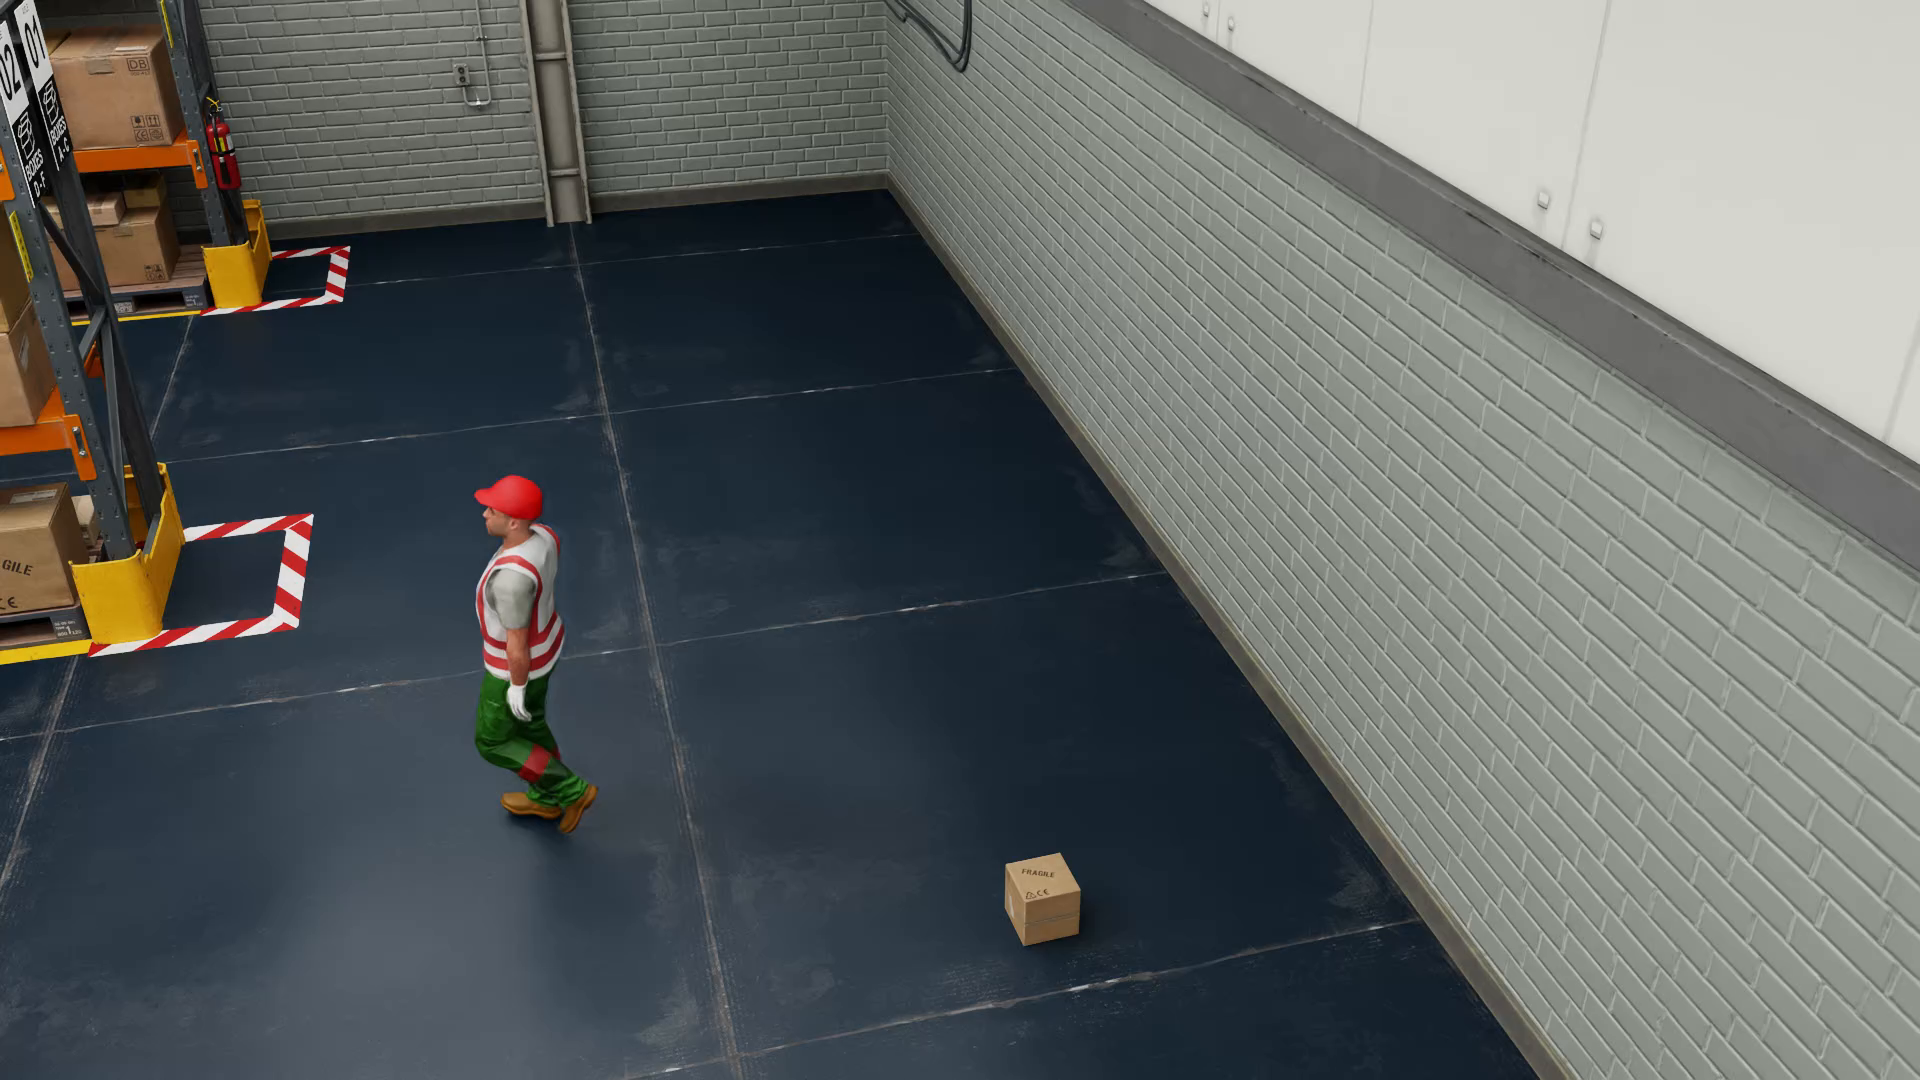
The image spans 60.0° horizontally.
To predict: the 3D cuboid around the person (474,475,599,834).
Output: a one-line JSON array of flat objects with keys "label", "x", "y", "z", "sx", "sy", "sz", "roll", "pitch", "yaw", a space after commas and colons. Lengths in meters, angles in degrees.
[{"label": "person", "x": -1.881, "y": 0.519, "z": 7.276, "sx": 0.542, "sy": 1.778, "sz": 0.560, "roll": 3, "pitch": 30, "yaw": 6}]
